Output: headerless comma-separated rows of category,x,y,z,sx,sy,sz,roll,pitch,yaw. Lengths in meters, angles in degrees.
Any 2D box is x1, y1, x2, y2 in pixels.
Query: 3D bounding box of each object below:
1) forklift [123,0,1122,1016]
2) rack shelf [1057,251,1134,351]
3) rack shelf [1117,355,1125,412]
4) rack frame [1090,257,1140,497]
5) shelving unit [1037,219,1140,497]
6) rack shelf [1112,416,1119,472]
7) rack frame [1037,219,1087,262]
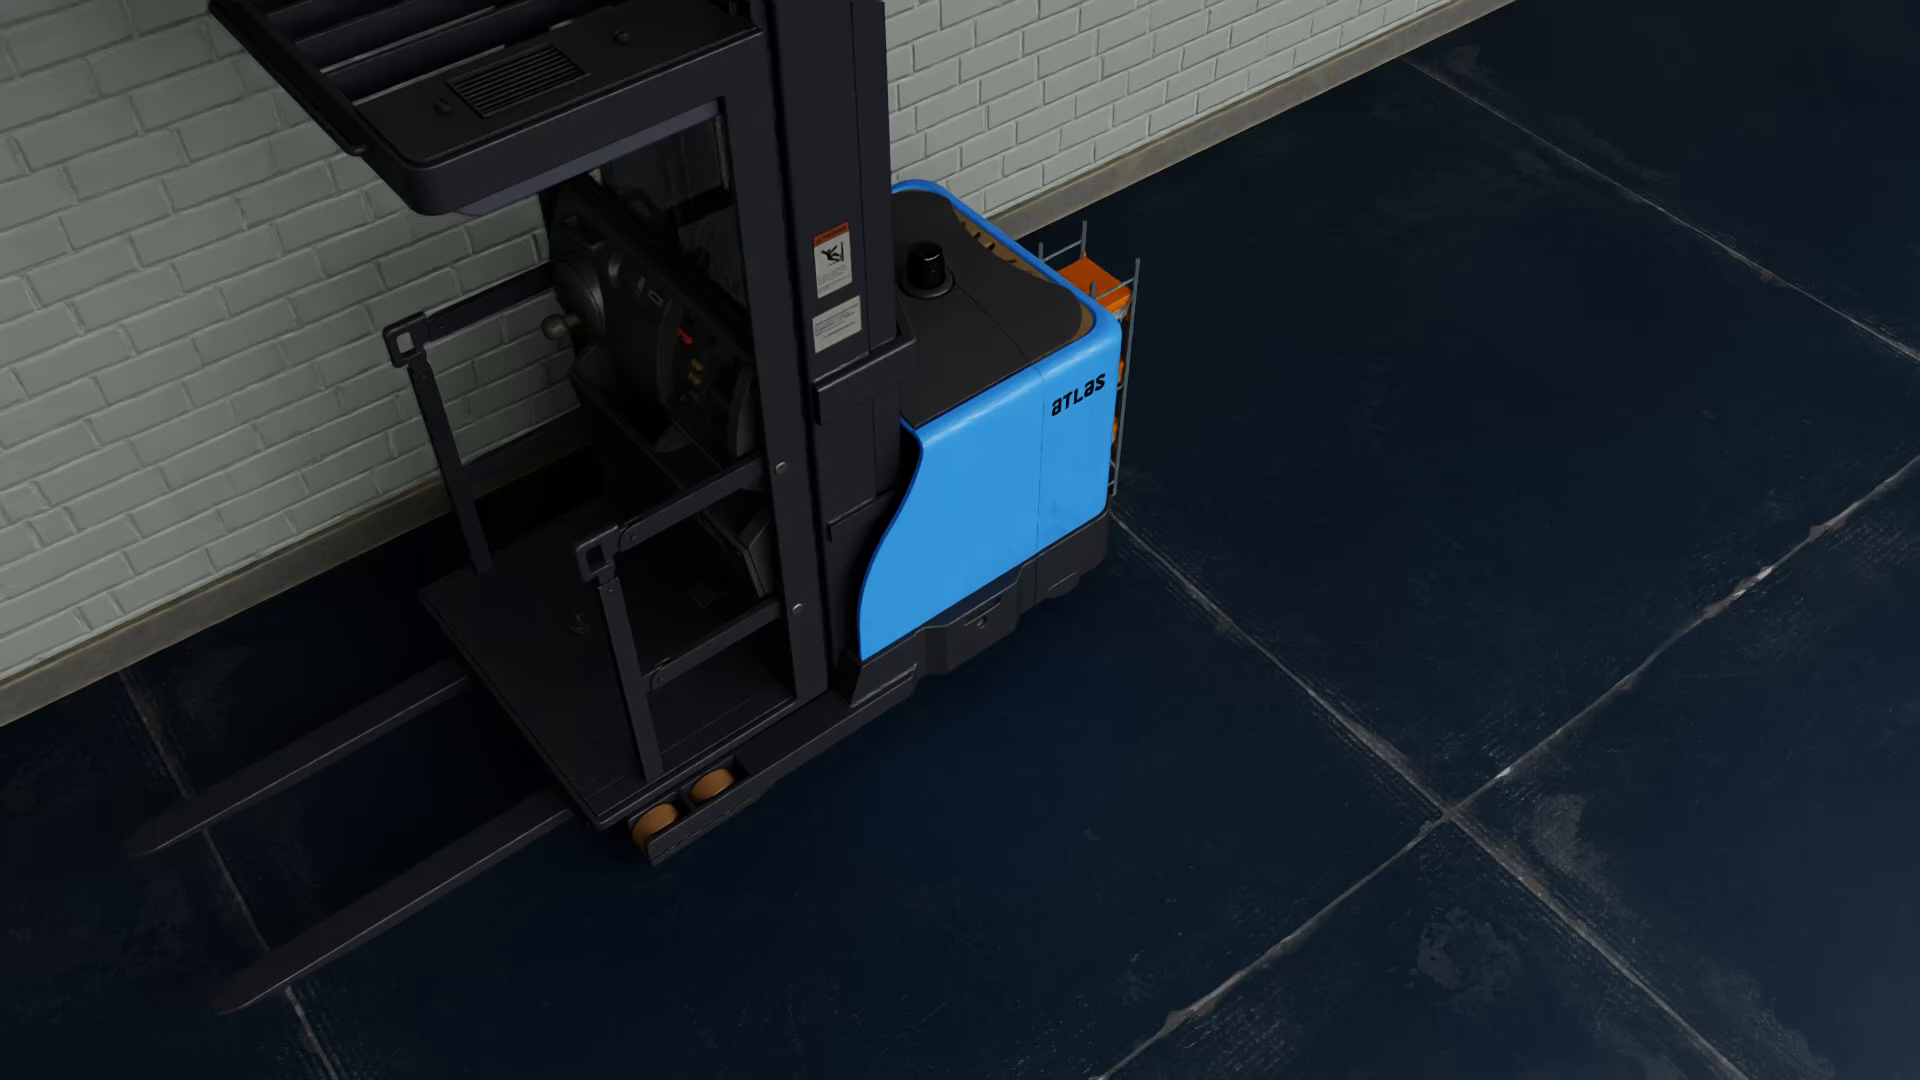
forklift,-0.969,-0.493,4.218,3.031,2.935,1.130,-31,55,-25
rack shelf,0.398,-0.724,5.329,0.215,0.259,0.240,-31,55,-25
rack shelf,0.398,-0.533,5.539,0.215,0.259,0.240,-31,55,-25
rack frame,0.475,-0.470,5.468,0.200,1.050,0.008,-31,55,-25
shelving unit,0.398,-0.541,5.531,0.215,1.050,0.252,-31,55,-25
rack shelf,0.397,-0.346,5.745,0.215,0.259,0.240,-31,55,-25
rack frame,0.321,-0.611,5.595,0.200,1.050,0.008,-31,55,-25
